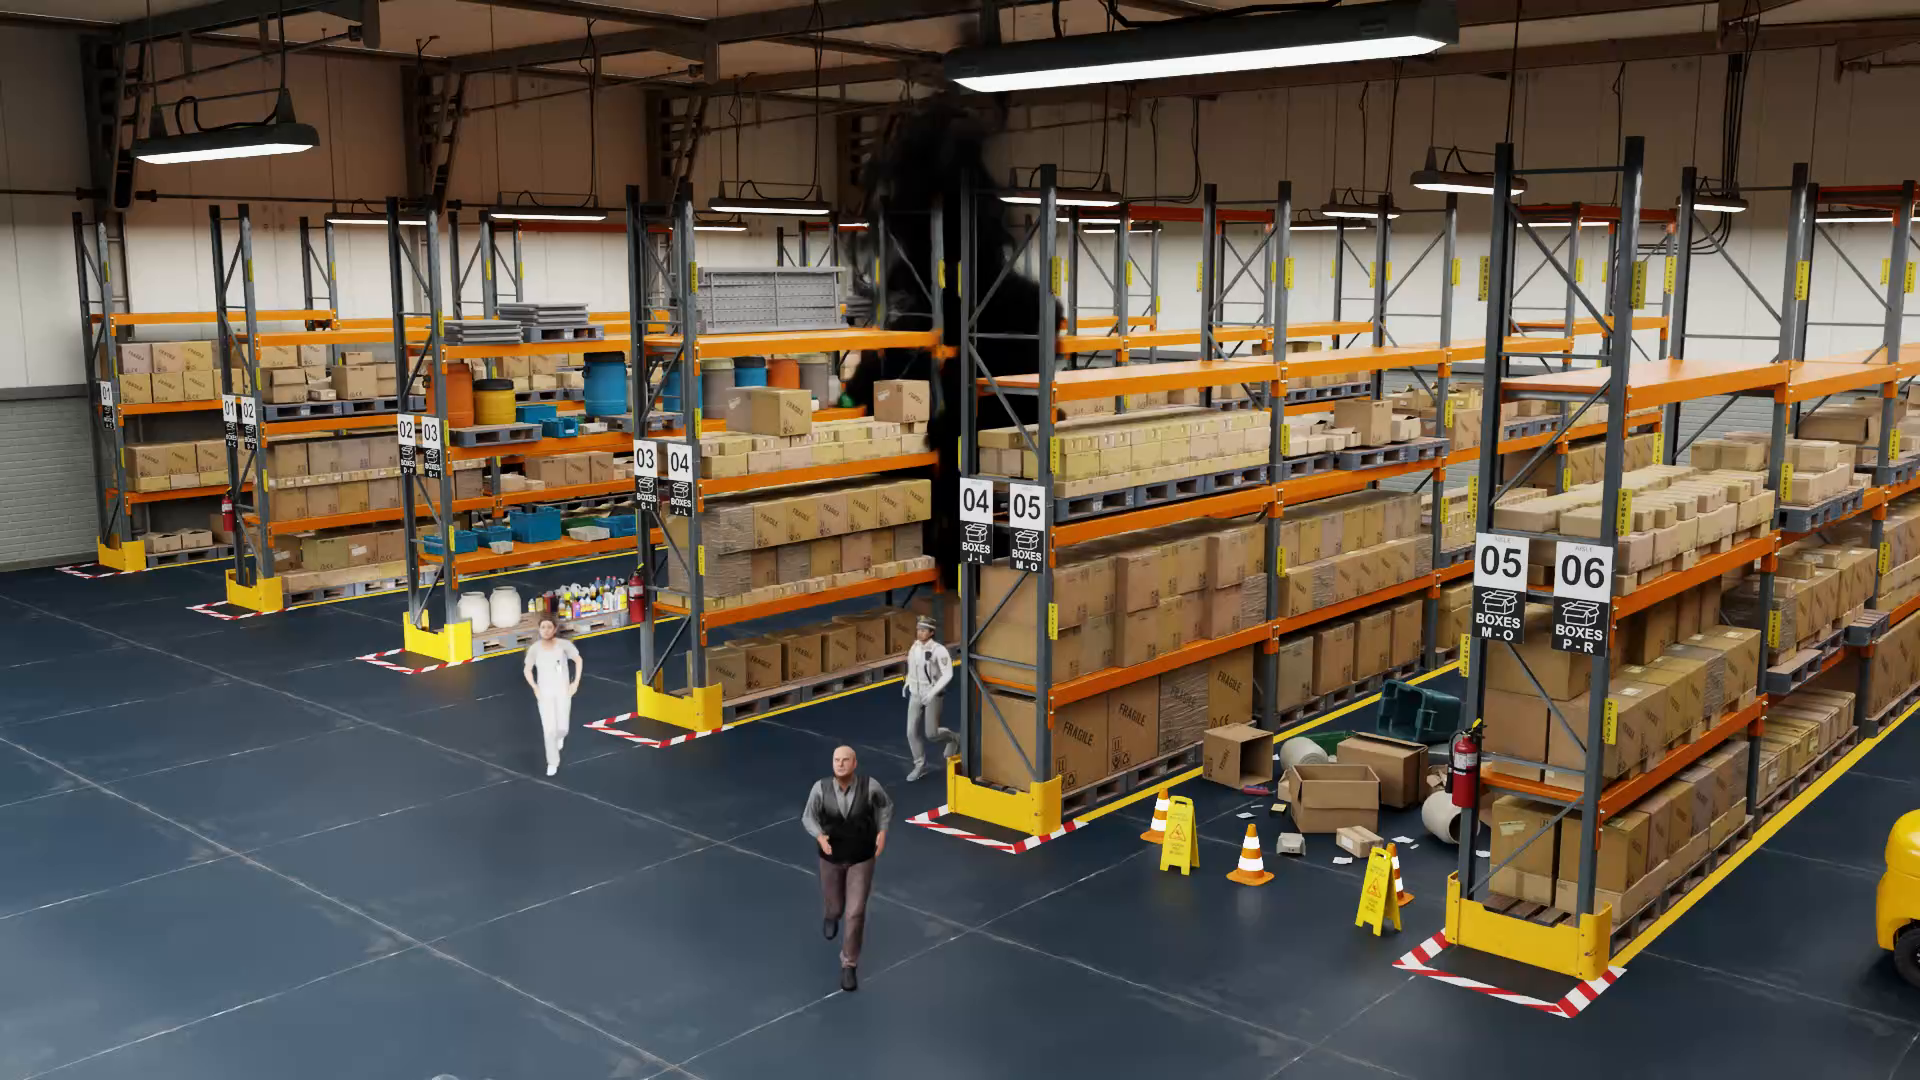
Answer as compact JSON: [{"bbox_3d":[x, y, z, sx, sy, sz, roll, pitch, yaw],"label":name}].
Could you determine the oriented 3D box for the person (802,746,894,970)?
[{"bbox_3d":[-0.820,2.288,12.213,0.670,1.645,0.786,0,9,-1],"label":"person"}]

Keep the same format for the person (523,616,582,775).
[{"bbox_3d":[-4.160,1.567,17.038,0.584,1.644,0.633,-2,10,-11],"label":"person"}]

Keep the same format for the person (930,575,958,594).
[{"bbox_3d":[-0.275,0.155,25.498,0.538,1.575,0.804,6,11,33],"label":"person"}]

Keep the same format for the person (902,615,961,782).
[{"bbox_3d":[-0.304,1.565,16.901,0.636,1.675,0.714,7,12,38],"label":"person"}]
